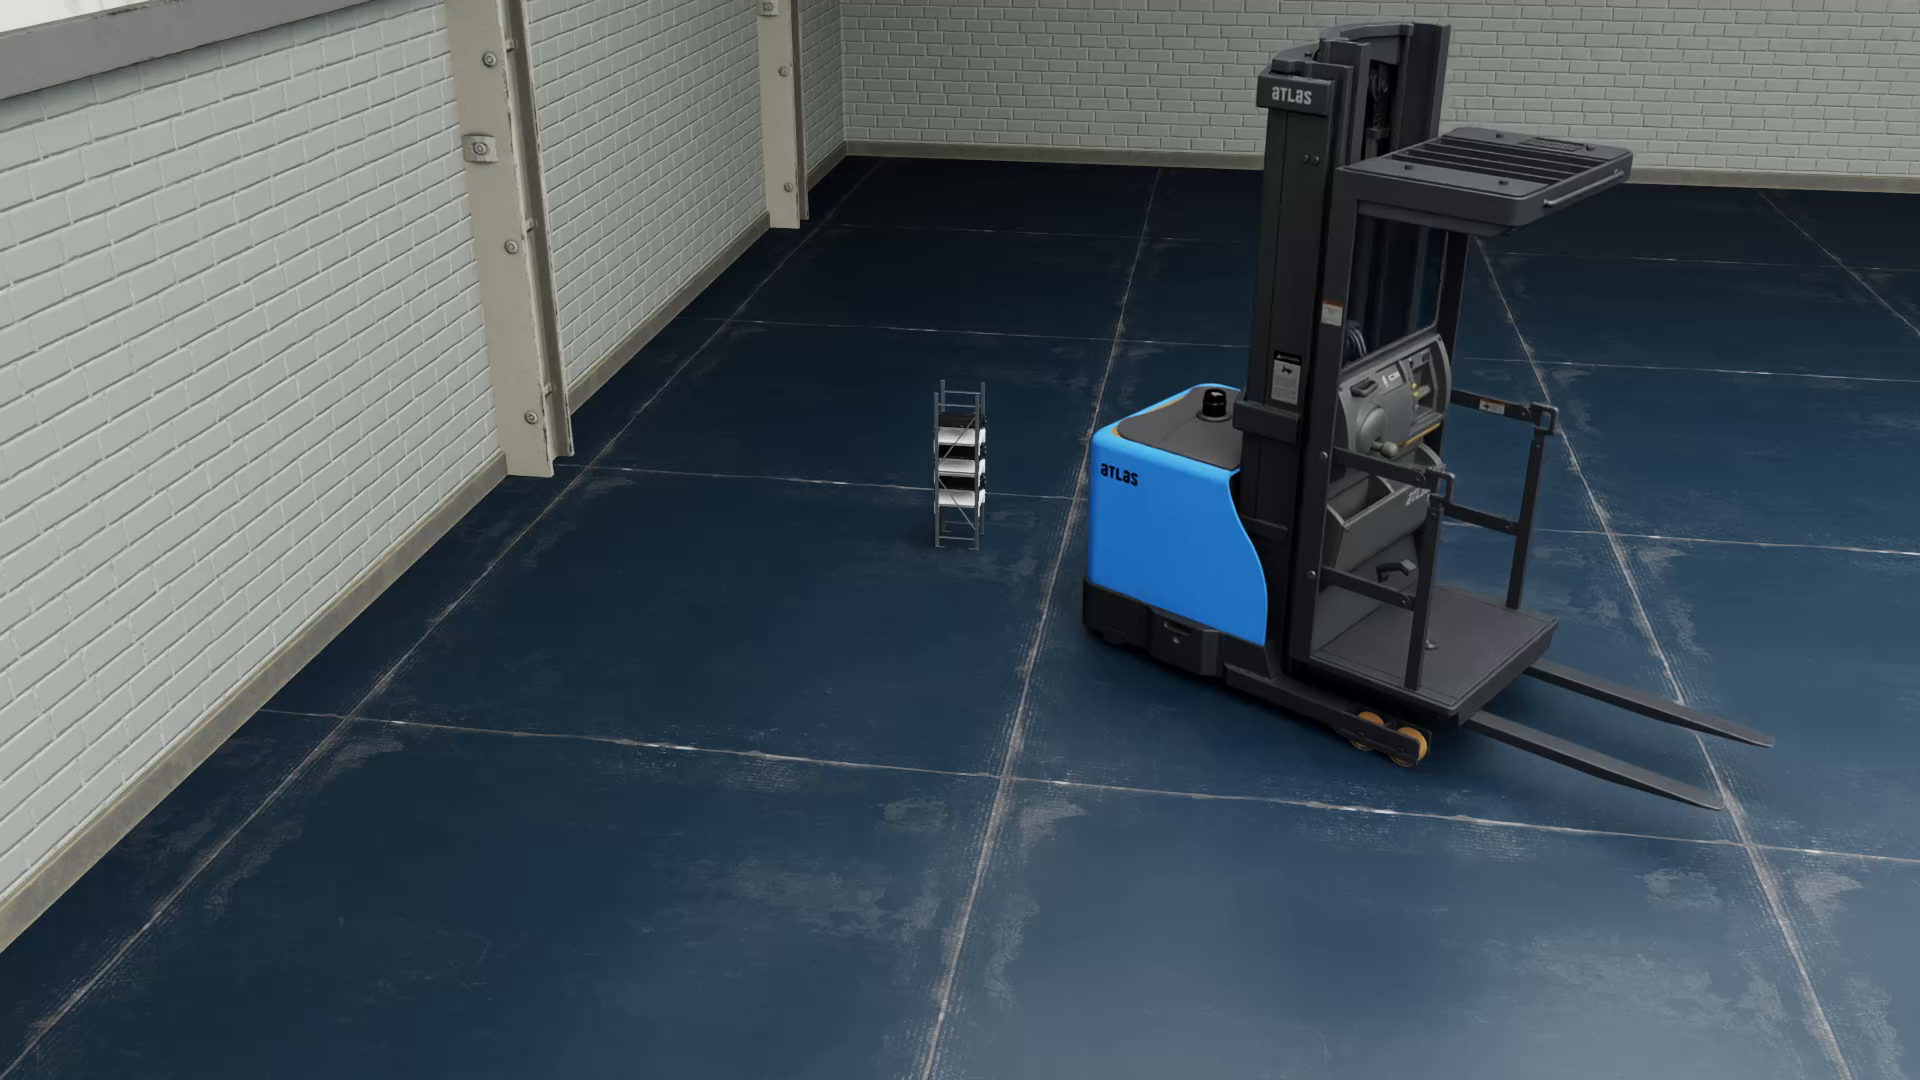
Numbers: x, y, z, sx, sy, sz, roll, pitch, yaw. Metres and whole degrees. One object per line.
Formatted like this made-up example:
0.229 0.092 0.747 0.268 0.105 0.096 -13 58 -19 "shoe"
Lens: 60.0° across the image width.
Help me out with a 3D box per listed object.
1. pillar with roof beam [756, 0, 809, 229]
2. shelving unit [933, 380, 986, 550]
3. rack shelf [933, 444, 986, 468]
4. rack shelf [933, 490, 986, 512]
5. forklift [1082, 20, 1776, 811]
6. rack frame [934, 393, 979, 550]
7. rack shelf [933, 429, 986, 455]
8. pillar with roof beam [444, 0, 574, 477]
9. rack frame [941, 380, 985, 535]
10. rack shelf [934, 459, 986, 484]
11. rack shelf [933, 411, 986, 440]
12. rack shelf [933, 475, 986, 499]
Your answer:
2.631 -6.759 13.075 9.100 9.000 0.400 4 25 9 "pillar with roof beam"
-0.001 -0.404 9.052 0.258 0.900 0.210 4 25 9 "shelving unit"
-0.001 -0.455 9.028 0.258 0.077 0.200 4 25 9 "rack shelf"
-0.001 -0.211 9.142 0.258 0.077 0.200 4 25 9 "rack shelf"
2.044 -0.603 7.081 3.031 2.935 1.130 20 32 37 "forklift"
-0.018 -0.362 8.961 0.240 0.900 0.006 4 25 9 "rack frame"
-0.001 -0.537 8.990 0.258 0.077 0.200 4 25 9 "rack shelf"
1.650 -4.250 7.714 9.100 9.000 0.400 4 25 9 "pillar with roof beam"
0.015 -0.447 9.143 0.240 0.900 0.006 4 25 9 "rack frame"
-0.001 -0.374 9.066 0.258 0.077 0.200 4 25 9 "rack shelf"
-0.001 -0.619 8.952 0.258 0.077 0.200 4 25 9 "rack shelf"
-0.001 -0.292 9.104 0.258 0.077 0.200 4 25 9 "rack shelf"
